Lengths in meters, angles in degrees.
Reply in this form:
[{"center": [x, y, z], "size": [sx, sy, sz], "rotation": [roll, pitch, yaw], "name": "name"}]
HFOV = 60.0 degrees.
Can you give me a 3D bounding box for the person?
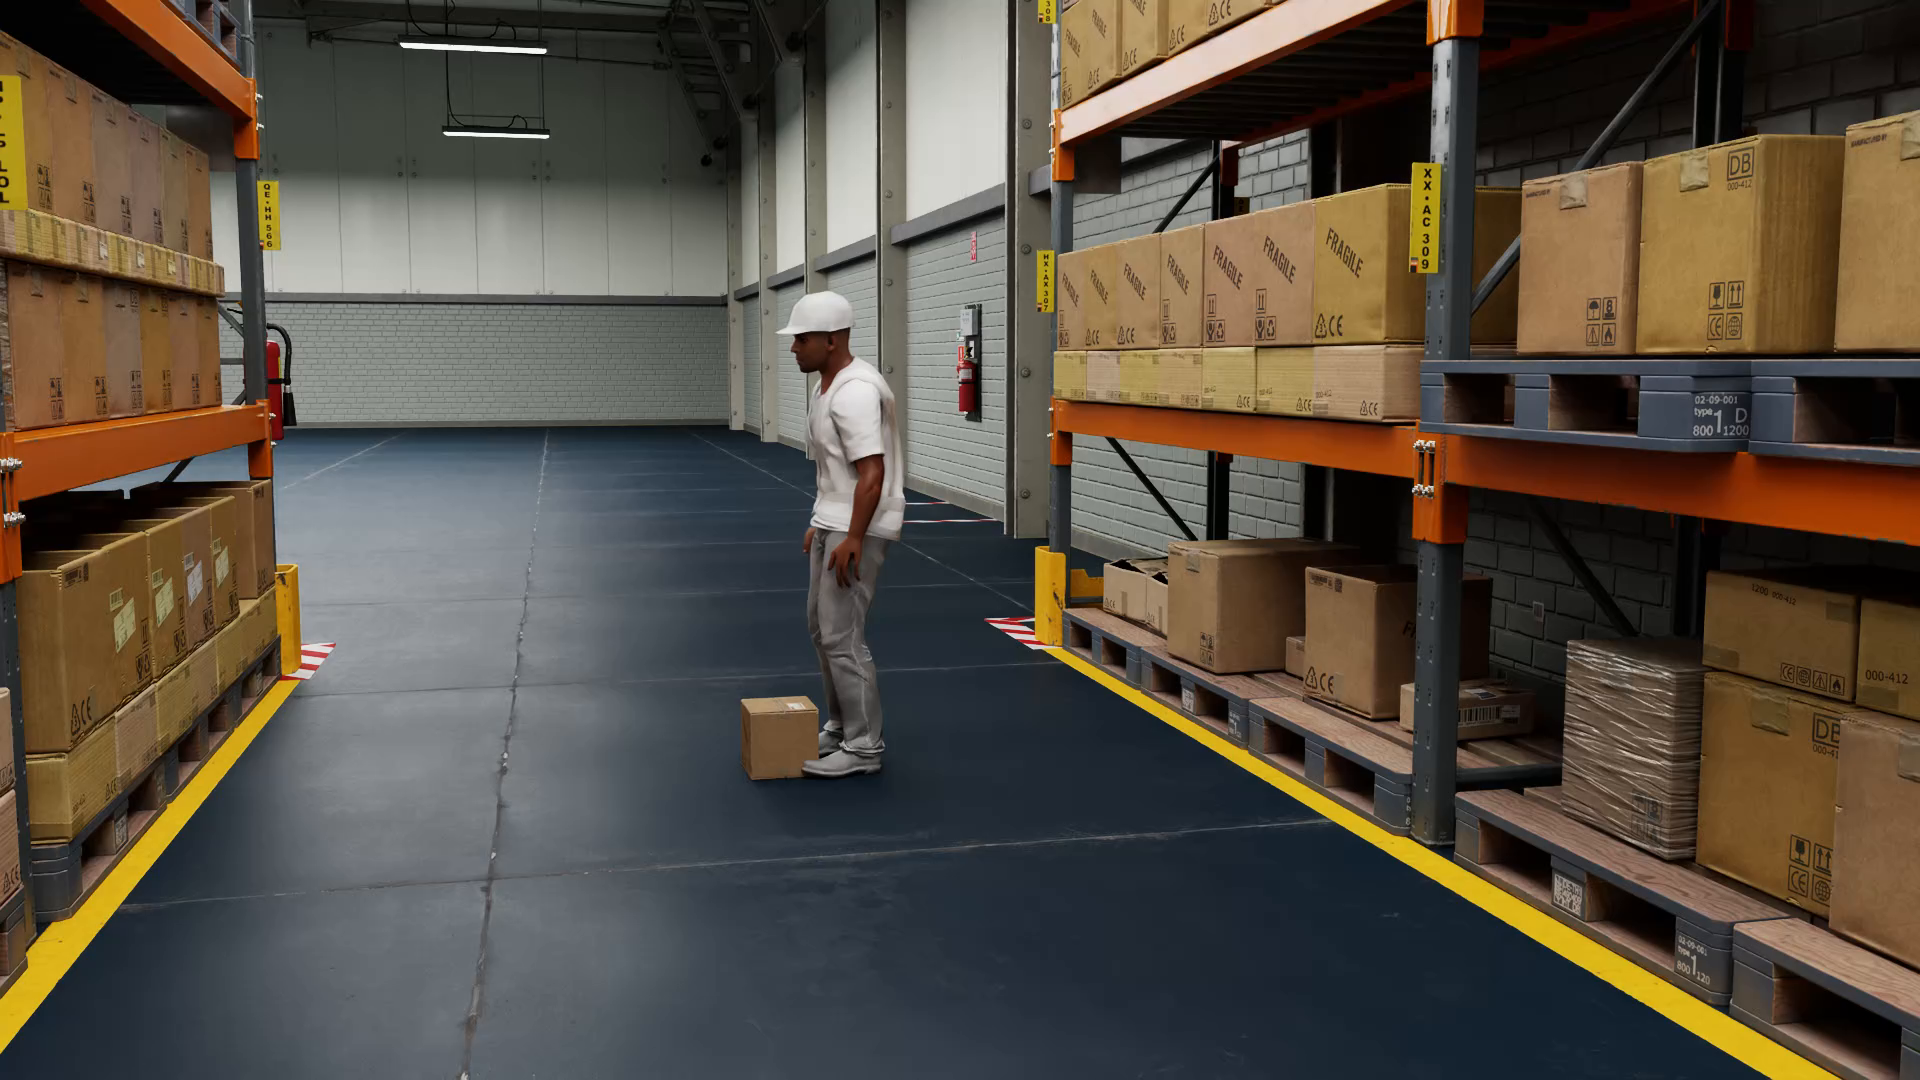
[{"center": [-0.446, -0.028, 6.136], "size": [0.455, 1.761, 0.628], "rotation": [-2, 6, -16], "name": "person"}]
